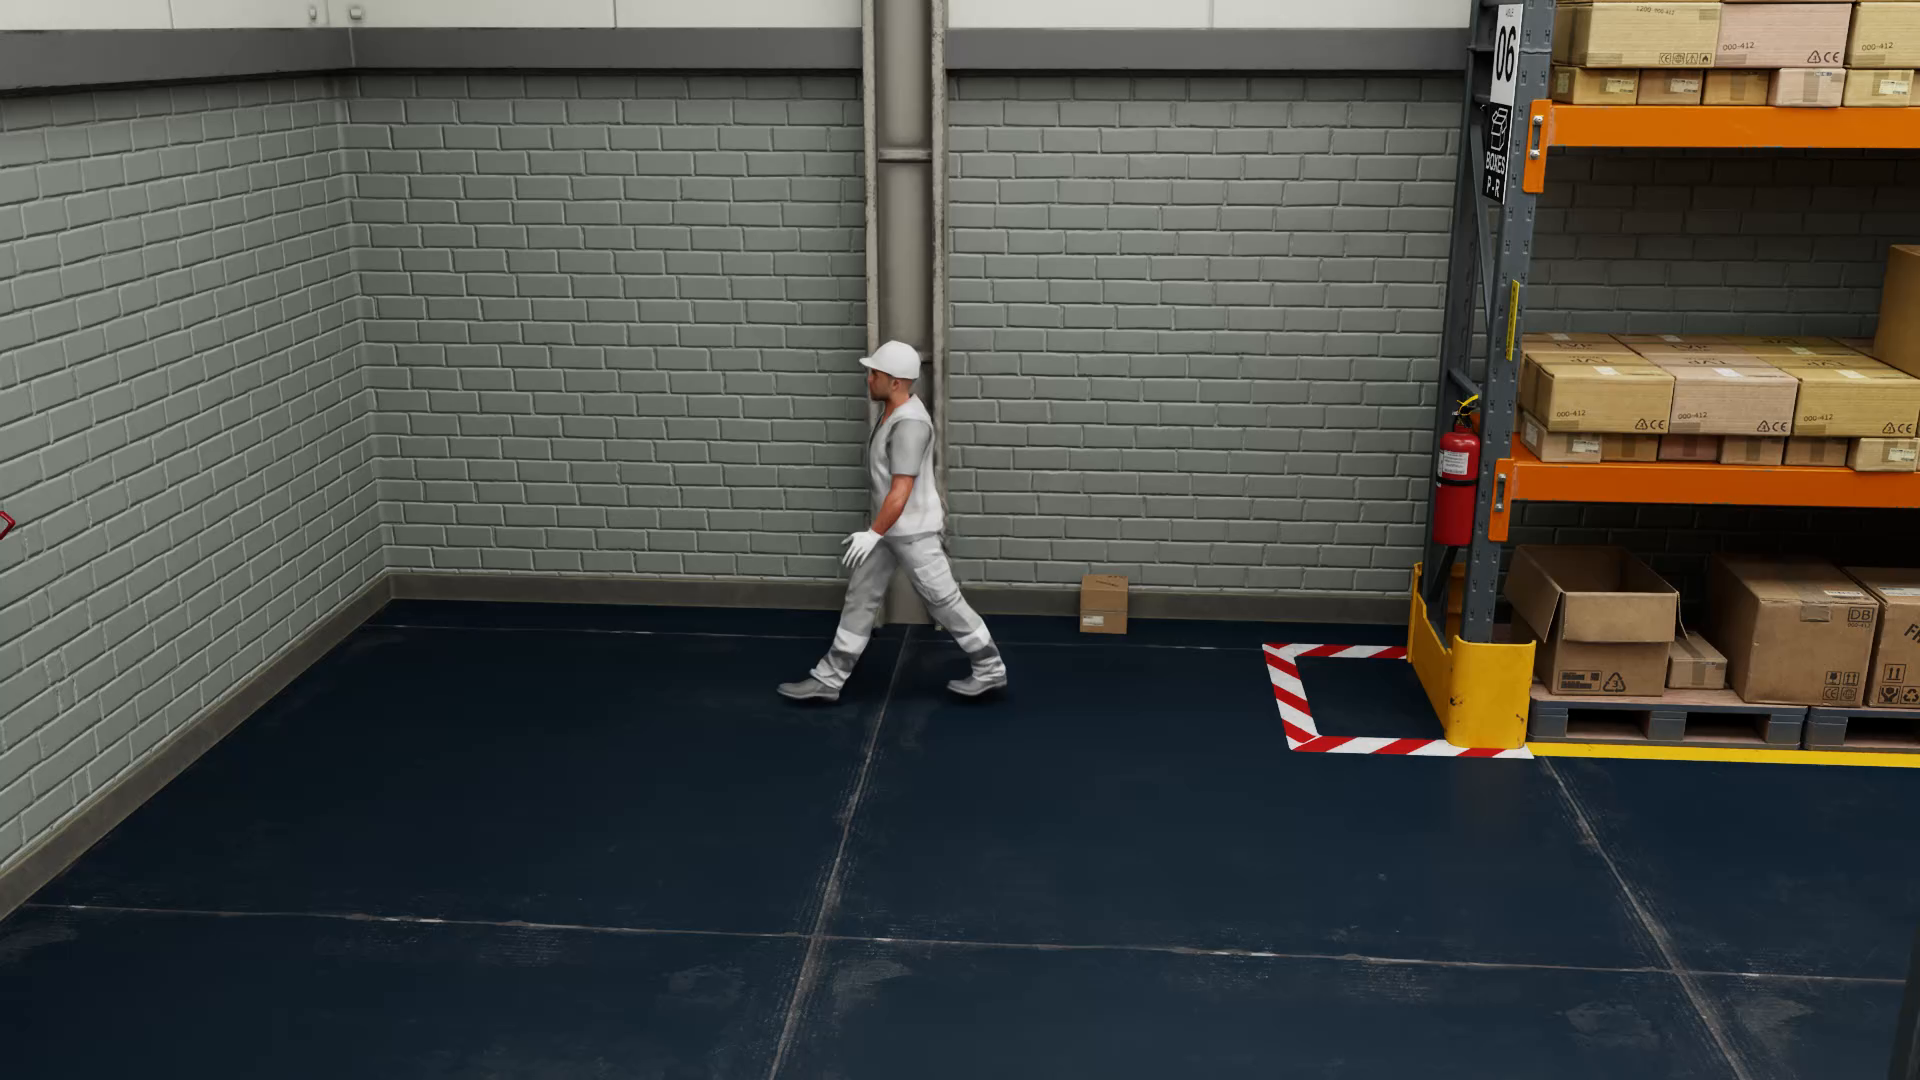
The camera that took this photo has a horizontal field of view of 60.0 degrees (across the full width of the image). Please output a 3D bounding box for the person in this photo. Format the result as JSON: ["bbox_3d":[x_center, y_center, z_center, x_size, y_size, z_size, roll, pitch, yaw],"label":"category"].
[{"bbox_3d":[-0.319,-0.037,7.700,1.092,1.679,0.559,-4,18,-12],"label":"person"}]
